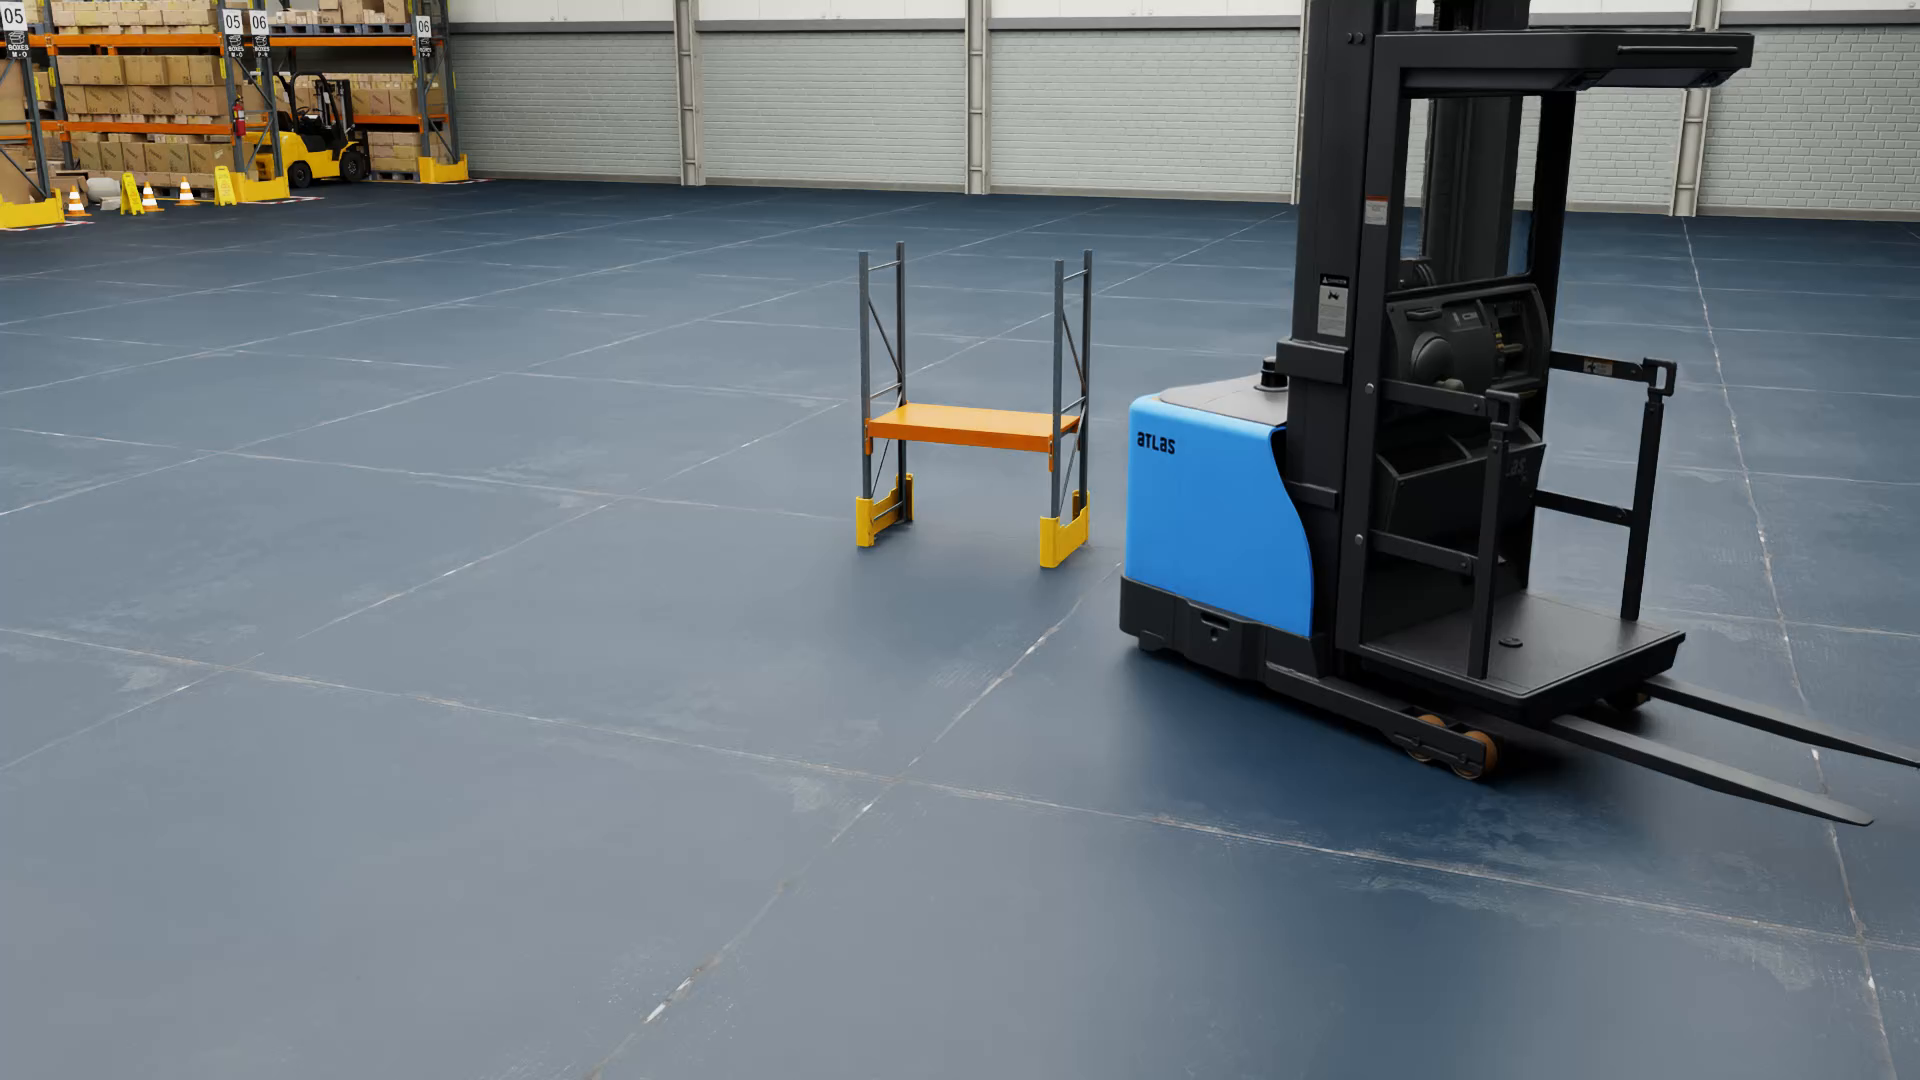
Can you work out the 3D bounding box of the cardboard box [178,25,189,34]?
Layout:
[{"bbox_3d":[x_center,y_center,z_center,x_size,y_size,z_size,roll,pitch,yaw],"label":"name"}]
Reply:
[{"bbox_3d":[-13.248,-8.806,28.697,0.250,0.149,0.380,7,18,22],"label":"cardboard box"}]

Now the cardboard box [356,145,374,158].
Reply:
[{"bbox_3d":[-12.035,-7.948,33.954,0.500,0.250,0.500,6,17,19],"label":"cardboard box"}]

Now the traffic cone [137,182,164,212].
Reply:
[{"bbox_3d":[-13.299,-5.638,27.263,0.334,0.463,0.336,6,17,21],"label":"traffic cone"}]

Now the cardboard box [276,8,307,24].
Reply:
[{"bbox_3d":[-13.554,-10.665,33.878,0.500,0.311,0.500,7,17,22],"label":"cardboard box"}]

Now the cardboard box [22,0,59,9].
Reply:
[{"bbox_3d":[-16.642,-9.715,29.996,0.500,0.250,0.500,7,17,22],"label":"cardboard box"}]

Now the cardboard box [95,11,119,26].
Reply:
[{"bbox_3d":[-14.803,-9.169,29.231,0.500,0.250,0.500,6,17,21],"label":"cardboard box"}]

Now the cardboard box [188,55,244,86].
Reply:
[{"bbox_3d":[-12.890,-8.136,28.812,0.500,0.500,0.700,6,17,19],"label":"cardboard box"}]

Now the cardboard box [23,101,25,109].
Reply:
[{"bbox_3d":[-17.128,-7.989,30.510,0.250,0.149,0.380,6,17,20],"label":"cardboard box"}]

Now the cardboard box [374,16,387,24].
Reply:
[{"bbox_3d":[-11.399,-10.332,33.022,0.250,0.149,0.380,6,17,19],"label":"cardboard box"}]

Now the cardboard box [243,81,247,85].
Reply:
[{"bbox_3d":[-14.884,-9.525,34.759,0.250,0.149,0.380,6,17,20],"label":"cardboard box"}]

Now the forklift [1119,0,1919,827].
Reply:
[{"bbox_3d":[2.001,-0.730,5.932,1.130,2.935,3.031,-13,21,-37],"label":"forklift"}]

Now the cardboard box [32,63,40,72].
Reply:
[{"bbox_3d":[-17.412,-8.807,30.999,0.250,0.149,0.380,7,18,24],"label":"cardboard box"}]

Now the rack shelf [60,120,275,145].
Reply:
[{"bbox_3d":[-14.195,-7.328,29.827,4.000,0.370,1.077,6,17,21],"label":"rack shelf"}]

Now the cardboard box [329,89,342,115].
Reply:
[{"bbox_3d":[-12.499,-8.944,33.921,0.500,0.500,0.500,6,17,21],"label":"cardboard box"}]

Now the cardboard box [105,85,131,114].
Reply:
[{"bbox_3d":[-14.811,-7.852,29.627,0.500,0.500,0.500,6,17,20],"label":"cardboard box"}]

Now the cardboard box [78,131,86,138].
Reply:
[{"bbox_3d":[-19.235,-8.970,36.758,0.250,0.149,0.380,7,18,22],"label":"cardboard box"}]

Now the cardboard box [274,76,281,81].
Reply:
[{"bbox_3d":[-14.051,-9.559,34.344,0.250,0.149,0.380,7,17,22],"label":"cardboard box"}]

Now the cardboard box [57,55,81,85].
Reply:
[{"bbox_3d":[-15.726,-8.448,29.888,0.500,0.500,0.700,6,17,20],"label":"cardboard box"}]

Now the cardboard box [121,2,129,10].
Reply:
[{"bbox_3d":[-14.406,-9.327,29.060,0.250,0.149,0.380,7,17,22],"label":"cardboard box"}]

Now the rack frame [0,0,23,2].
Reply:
[{"bbox_3d":[-14.057,-9.056,23.728,0.127,3.000,1.000,6,17,21],"label":"rack frame"}]

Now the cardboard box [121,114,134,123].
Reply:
[{"bbox_3d":[-14.694,-7.509,29.610,0.250,0.149,0.380,6,17,21],"label":"cardboard box"}]

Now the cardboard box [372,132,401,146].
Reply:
[{"bbox_3d":[-11.537,-8.135,33.701,0.500,0.250,0.500,7,17,22],"label":"cardboard box"}]

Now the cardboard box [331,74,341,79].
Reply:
[{"bbox_3d":[-12.585,-9.427,33.889,0.250,0.149,0.380,6,17,21],"label":"cardboard box"}]

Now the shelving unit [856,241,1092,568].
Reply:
[{"bbox_3d":[0.071,-0.712,8.438,1.083,1.500,0.587,6,17,21],"label":"shelving unit"}]

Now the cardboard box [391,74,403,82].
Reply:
[{"bbox_3d":[-11.169,-9.258,33.309,0.250,0.149,0.380,6,17,21],"label":"cardboard box"}]

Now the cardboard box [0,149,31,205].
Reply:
[{"bbox_3d":[-14.712,-5.409,24.982,0.875,0.875,0.875,6,17,21],"label":"cardboard box"}]

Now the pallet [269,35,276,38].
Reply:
[{"bbox_3d":[-15.063,-10.602,34.775,1.217,0.209,0.805,6,17,18],"label":"pallet"}]

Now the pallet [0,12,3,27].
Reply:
[{"bbox_3d":[-14.751,-7.646,24.410,1.213,0.211,1.003,6,17,21],"label":"pallet"}]

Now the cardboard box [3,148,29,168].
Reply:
[{"bbox_3d":[-16.681,-6.577,29.073,0.500,0.500,0.500,6,17,21],"label":"cardboard box"}]

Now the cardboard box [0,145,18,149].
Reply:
[{"bbox_3d":[-21.313,-8.878,37.604,0.500,0.500,0.500,7,18,23],"label":"cardboard box"}]

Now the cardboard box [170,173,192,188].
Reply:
[{"bbox_3d":[-13.665,-6.418,29.581,0.500,0.250,0.500,6,17,21],"label":"cardboard box"}]

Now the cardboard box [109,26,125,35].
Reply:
[{"bbox_3d":[-14.689,-8.948,29.186,0.250,0.149,0.380,6,17,20],"label":"cardboard box"}]

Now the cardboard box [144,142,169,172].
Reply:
[{"bbox_3d":[-14.130,-6.831,29.656,0.500,0.500,0.500,6,17,19],"label":"cardboard box"}]

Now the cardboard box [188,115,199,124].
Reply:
[{"bbox_3d":[-13.268,-7.360,29.097,0.250,0.149,0.380,6,17,20],"label":"cardboard box"}]

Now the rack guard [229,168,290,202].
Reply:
[{"bbox_3d":[-12.406,-6.277,29.397,0.348,0.500,1.175,6,17,21],"label":"rack guard"}]

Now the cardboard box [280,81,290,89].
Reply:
[{"bbox_3d":[-13.797,-9.399,34.325,0.250,0.149,0.380,7,17,22],"label":"cardboard box"}]

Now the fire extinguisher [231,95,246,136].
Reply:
[{"bbox_3d":[-12.398,-7.301,28.581,0.183,0.674,0.296,6,17,21],"label":"fire extinguisher"}]

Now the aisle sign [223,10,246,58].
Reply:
[{"bbox_3d":[-12.384,-8.636,28.378,0.004,0.787,0.394,6,17,21],"label":"aisle sign"}]

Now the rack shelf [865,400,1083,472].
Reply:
[{"bbox_3d":[0.079,-0.539,8.485,1.000,0.185,0.538,6,17,21],"label":"rack shelf"}]

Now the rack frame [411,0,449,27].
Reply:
[{"bbox_3d":[-10.517,-11.638,32.621,0.127,3.000,1.000,6,17,21],"label":"rack frame"}]

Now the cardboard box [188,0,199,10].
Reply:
[{"bbox_3d":[-12.984,-9.166,28.508,0.250,0.149,0.380,7,17,22],"label":"cardboard box"}]

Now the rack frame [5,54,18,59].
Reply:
[{"bbox_3d":[-21.680,-9.984,37.686,0.127,3.000,1.000,6,17,21],"label":"rack frame"}]

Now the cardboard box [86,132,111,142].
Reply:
[{"bbox_3d":[-15.512,-7.272,30.014,0.250,0.149,0.380,7,17,21],"label":"cardboard box"}]

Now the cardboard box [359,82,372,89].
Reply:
[{"bbox_3d":[-11.902,-9.183,33.584,0.250,0.149,0.380,6,17,19],"label":"cardboard box"}]

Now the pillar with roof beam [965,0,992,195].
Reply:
[{"bbox_3d":[-1.251,-9.599,25.597,0.400,9.000,9.100,6,17,21],"label":"pillar with roof beam"}]

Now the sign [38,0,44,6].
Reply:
[{"bbox_3d":[-16.256,-9.612,29.389,0.005,0.325,0.100,6,17,21],"label":"sign"}]

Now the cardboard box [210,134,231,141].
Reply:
[{"bbox_3d":[-15.447,-8.359,35.594,0.625,0.625,0.875,6,17,20],"label":"cardboard box"}]

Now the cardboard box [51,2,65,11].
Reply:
[{"bbox_3d":[-15.883,-9.464,29.534,0.250,0.149,0.380,6,17,20],"label":"cardboard box"}]

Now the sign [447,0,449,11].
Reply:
[{"bbox_3d":[-10.308,-10.799,33.400,0.005,0.325,0.100,6,17,21],"label":"sign"}]
